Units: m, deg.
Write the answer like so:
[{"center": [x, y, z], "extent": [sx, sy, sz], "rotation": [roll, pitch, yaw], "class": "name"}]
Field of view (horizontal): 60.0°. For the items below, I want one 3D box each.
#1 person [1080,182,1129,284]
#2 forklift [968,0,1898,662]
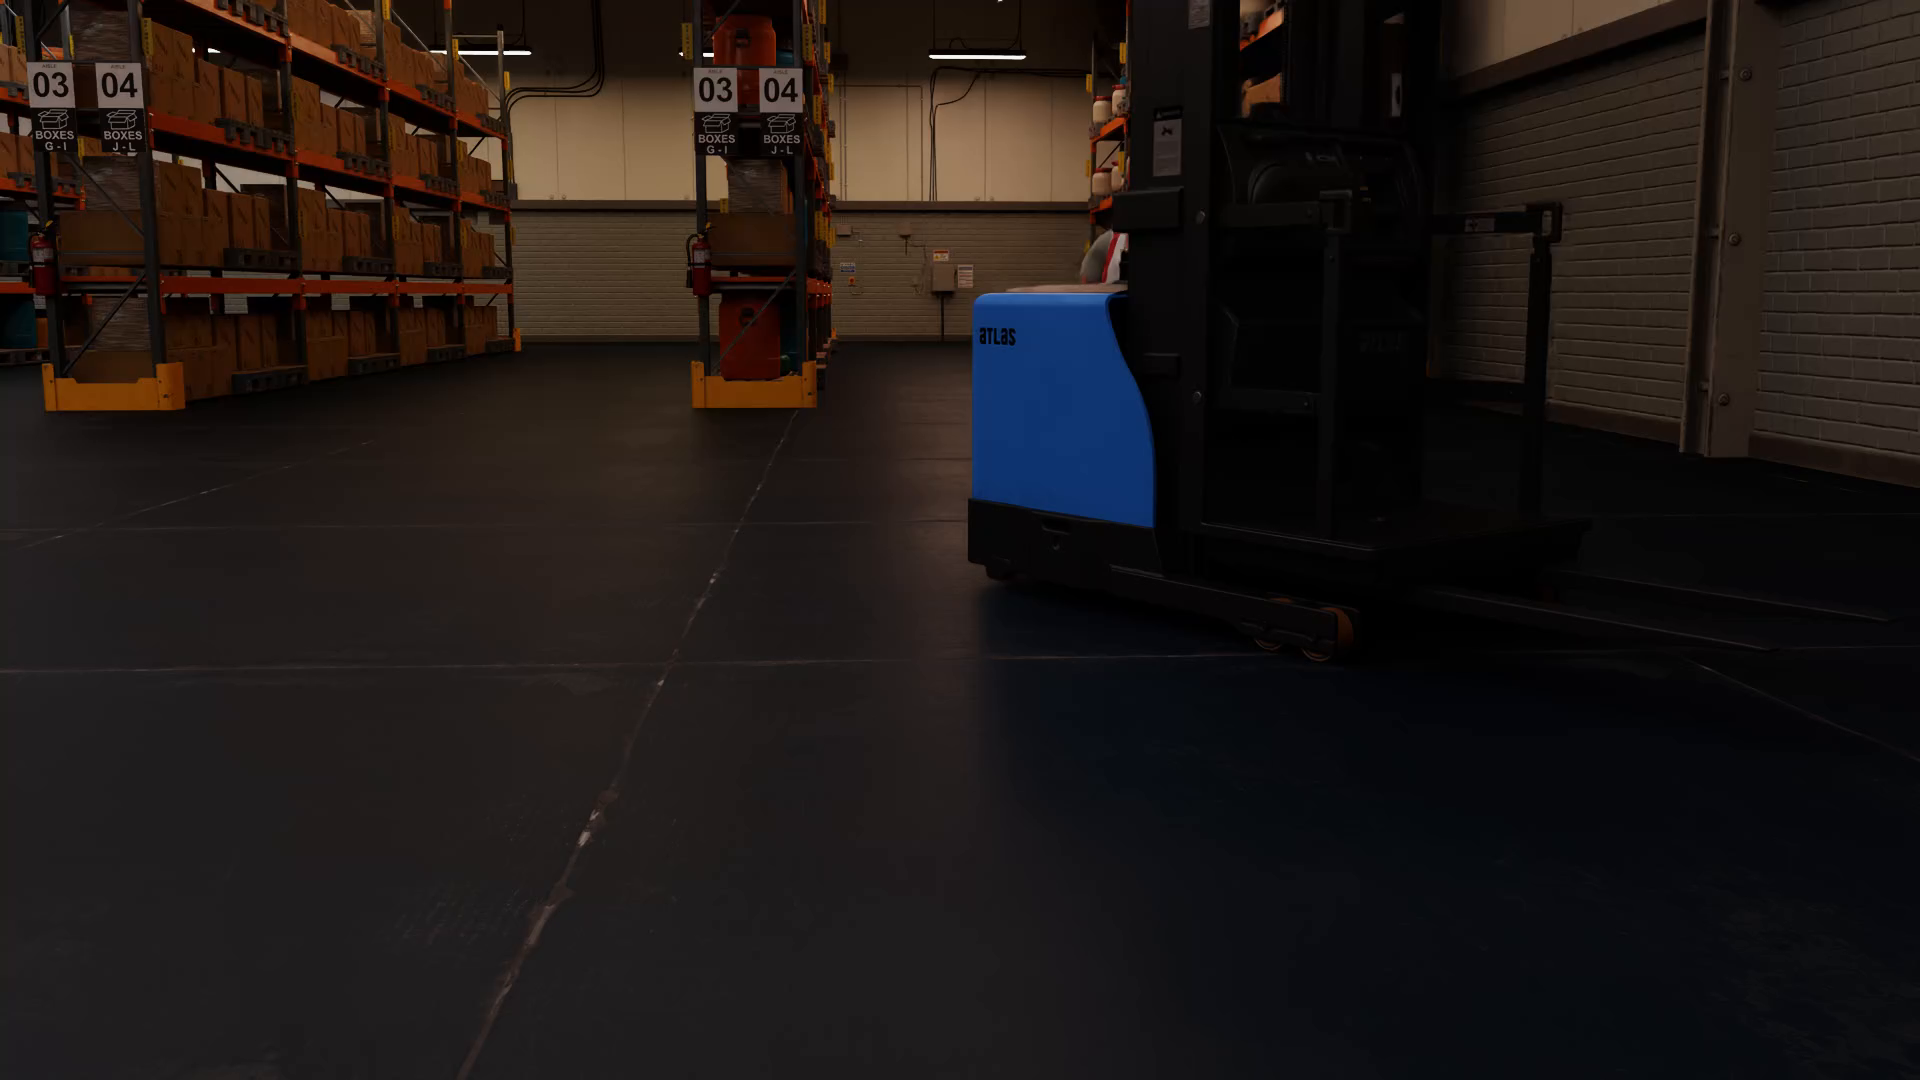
[{"center": [0.773, -0.824, 7.249], "extent": [0.968, 1.669, 0.600], "rotation": [5, 10, 32], "class": "person"}, {"center": [1.312, -1.171, 5.218], "extent": [1.130, 2.935, 3.031], "rotation": [-6, 10, -36], "class": "forklift"}]
